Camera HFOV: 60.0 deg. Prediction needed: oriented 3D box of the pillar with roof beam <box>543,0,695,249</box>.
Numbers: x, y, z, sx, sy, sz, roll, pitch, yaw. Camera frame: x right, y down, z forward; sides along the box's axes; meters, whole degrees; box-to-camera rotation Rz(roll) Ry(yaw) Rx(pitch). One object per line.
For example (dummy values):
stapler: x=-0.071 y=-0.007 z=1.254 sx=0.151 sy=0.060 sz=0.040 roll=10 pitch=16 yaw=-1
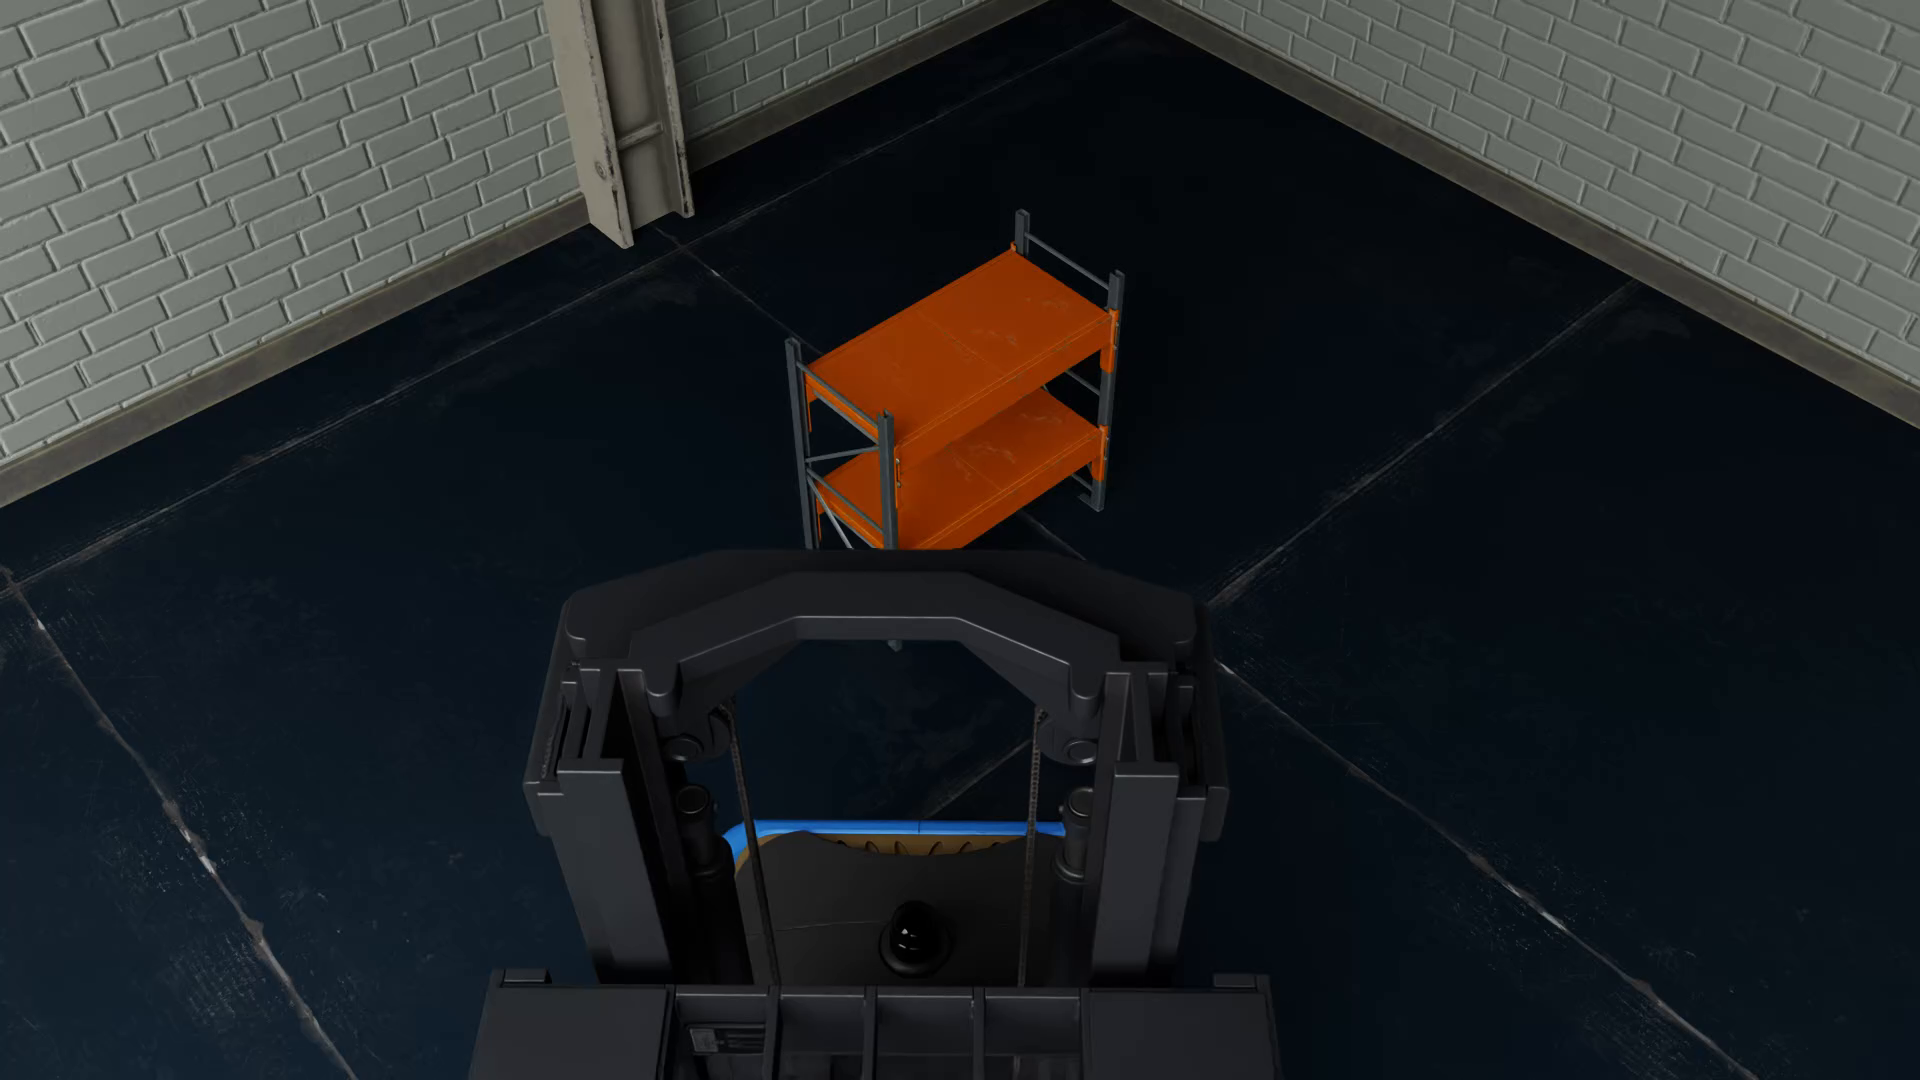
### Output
pillar with roof beam: x=1.436 y=-2.195 z=2.152 sx=0.400 sy=9.000 sz=9.100 roll=-34 pitch=56 yaw=-27

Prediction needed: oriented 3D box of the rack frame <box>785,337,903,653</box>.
rack frame: x=-0.381 y=-0.127 z=5.602 sx=0.032 sy=1.125 sz=0.500 roll=-34 pitch=56 yaw=-27

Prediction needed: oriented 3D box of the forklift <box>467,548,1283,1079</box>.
forklift: x=-0.113 y=1.520 z=2.853 sx=1.130 sy=2.935 sz=3.031 roll=0 pitch=47 yaw=0

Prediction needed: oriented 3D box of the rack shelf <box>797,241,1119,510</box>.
rack shelf: x=-0.005 y=-0.577 z=5.618 sx=1.000 sy=0.278 sz=0.538 roll=-34 pitch=56 yaw=-27

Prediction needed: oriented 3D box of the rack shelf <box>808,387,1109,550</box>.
rack shelf: x=-0.005 y=-0.212 z=6.013 sx=1.000 sy=0.278 sz=0.538 roll=-34 pitch=56 yaw=-27

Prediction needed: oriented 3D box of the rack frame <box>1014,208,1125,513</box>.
rack frame: x=0.371 y=-0.629 z=6.065 sx=0.032 sy=1.125 sz=0.500 roll=-34 pitch=56 yaw=-27

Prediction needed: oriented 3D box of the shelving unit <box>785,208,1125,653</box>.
shelving unit: x=-0.005 y=-0.378 z=5.834 sx=1.048 sy=1.125 sz=0.538 roll=-34 pitch=56 yaw=-27
